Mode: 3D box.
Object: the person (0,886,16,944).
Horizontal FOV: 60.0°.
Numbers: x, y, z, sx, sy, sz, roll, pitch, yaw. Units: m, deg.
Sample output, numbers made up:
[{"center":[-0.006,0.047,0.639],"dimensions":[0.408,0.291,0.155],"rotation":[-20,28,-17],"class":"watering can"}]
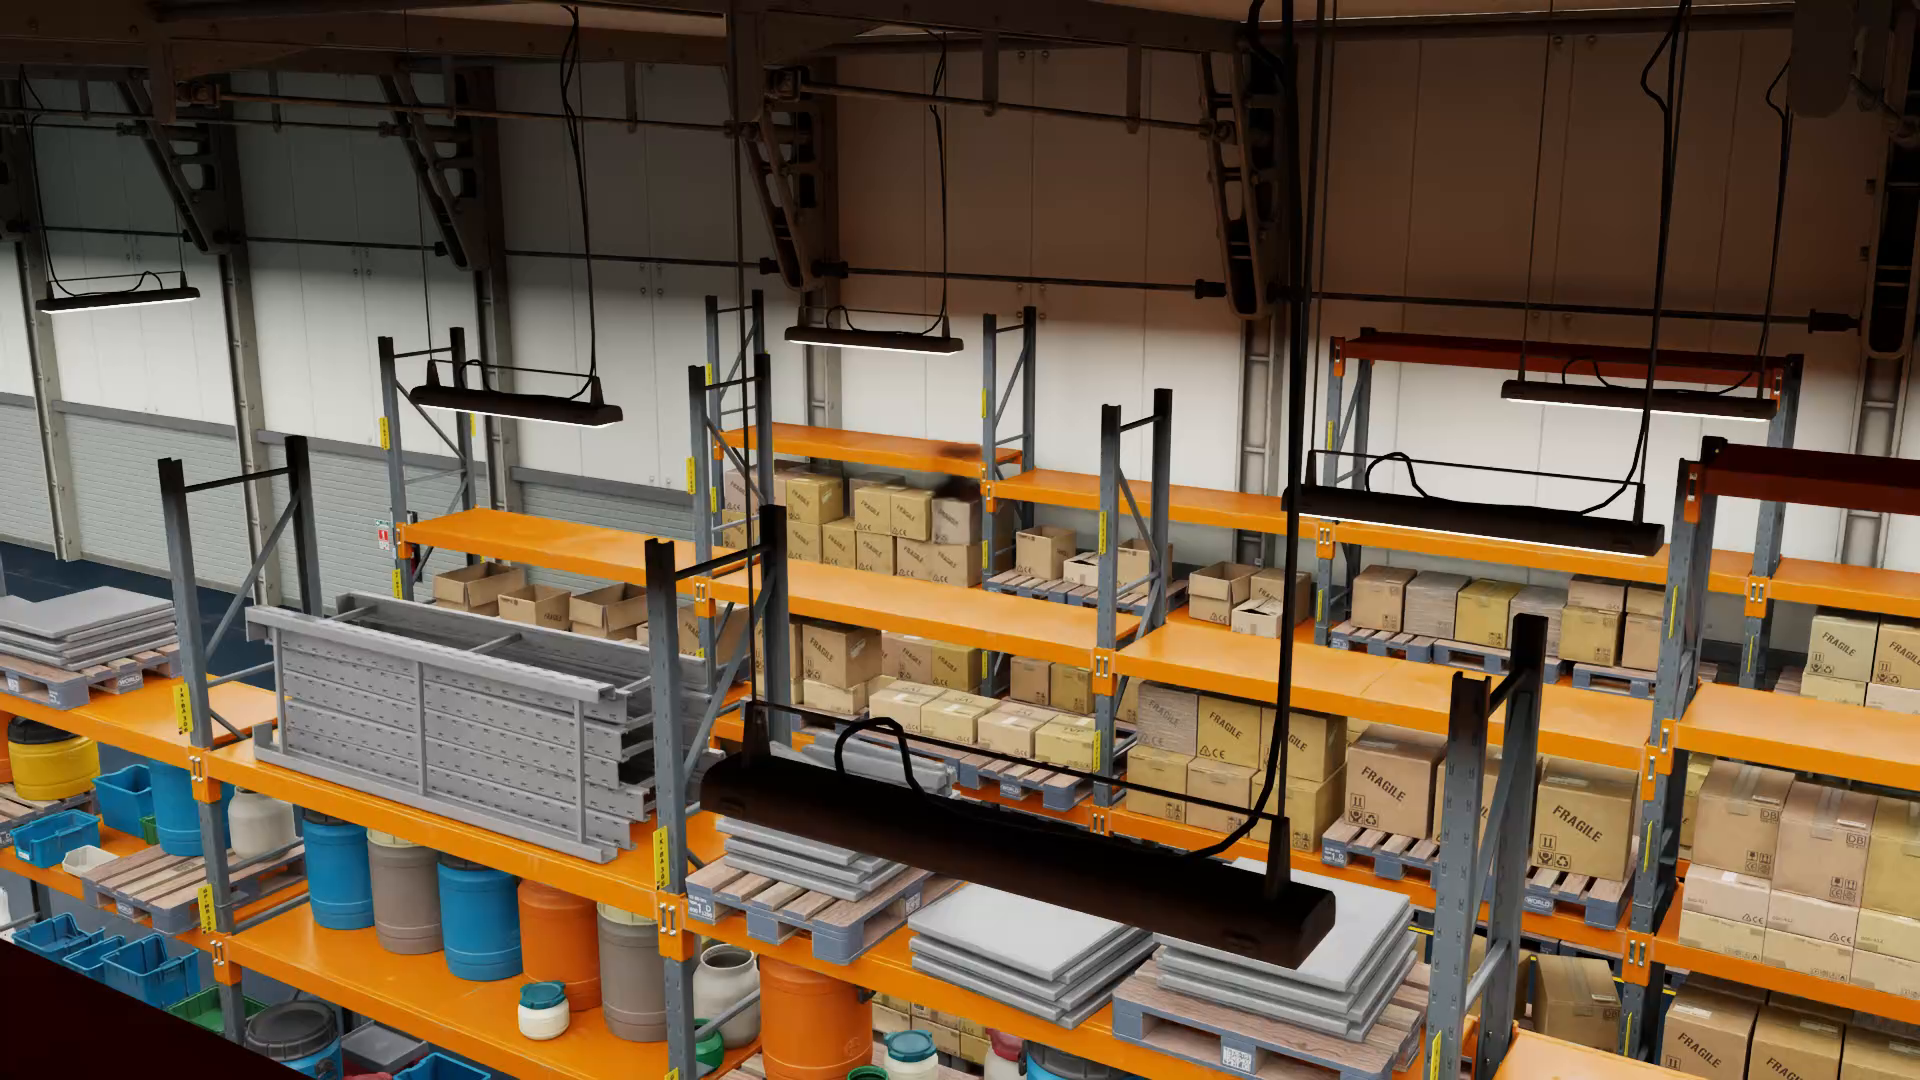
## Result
[{"center":[-8.722,3.631,14.914],"dimensions":[0.530,1.749,1.072],"rotation":[1,14,3],"class":"person"}]
